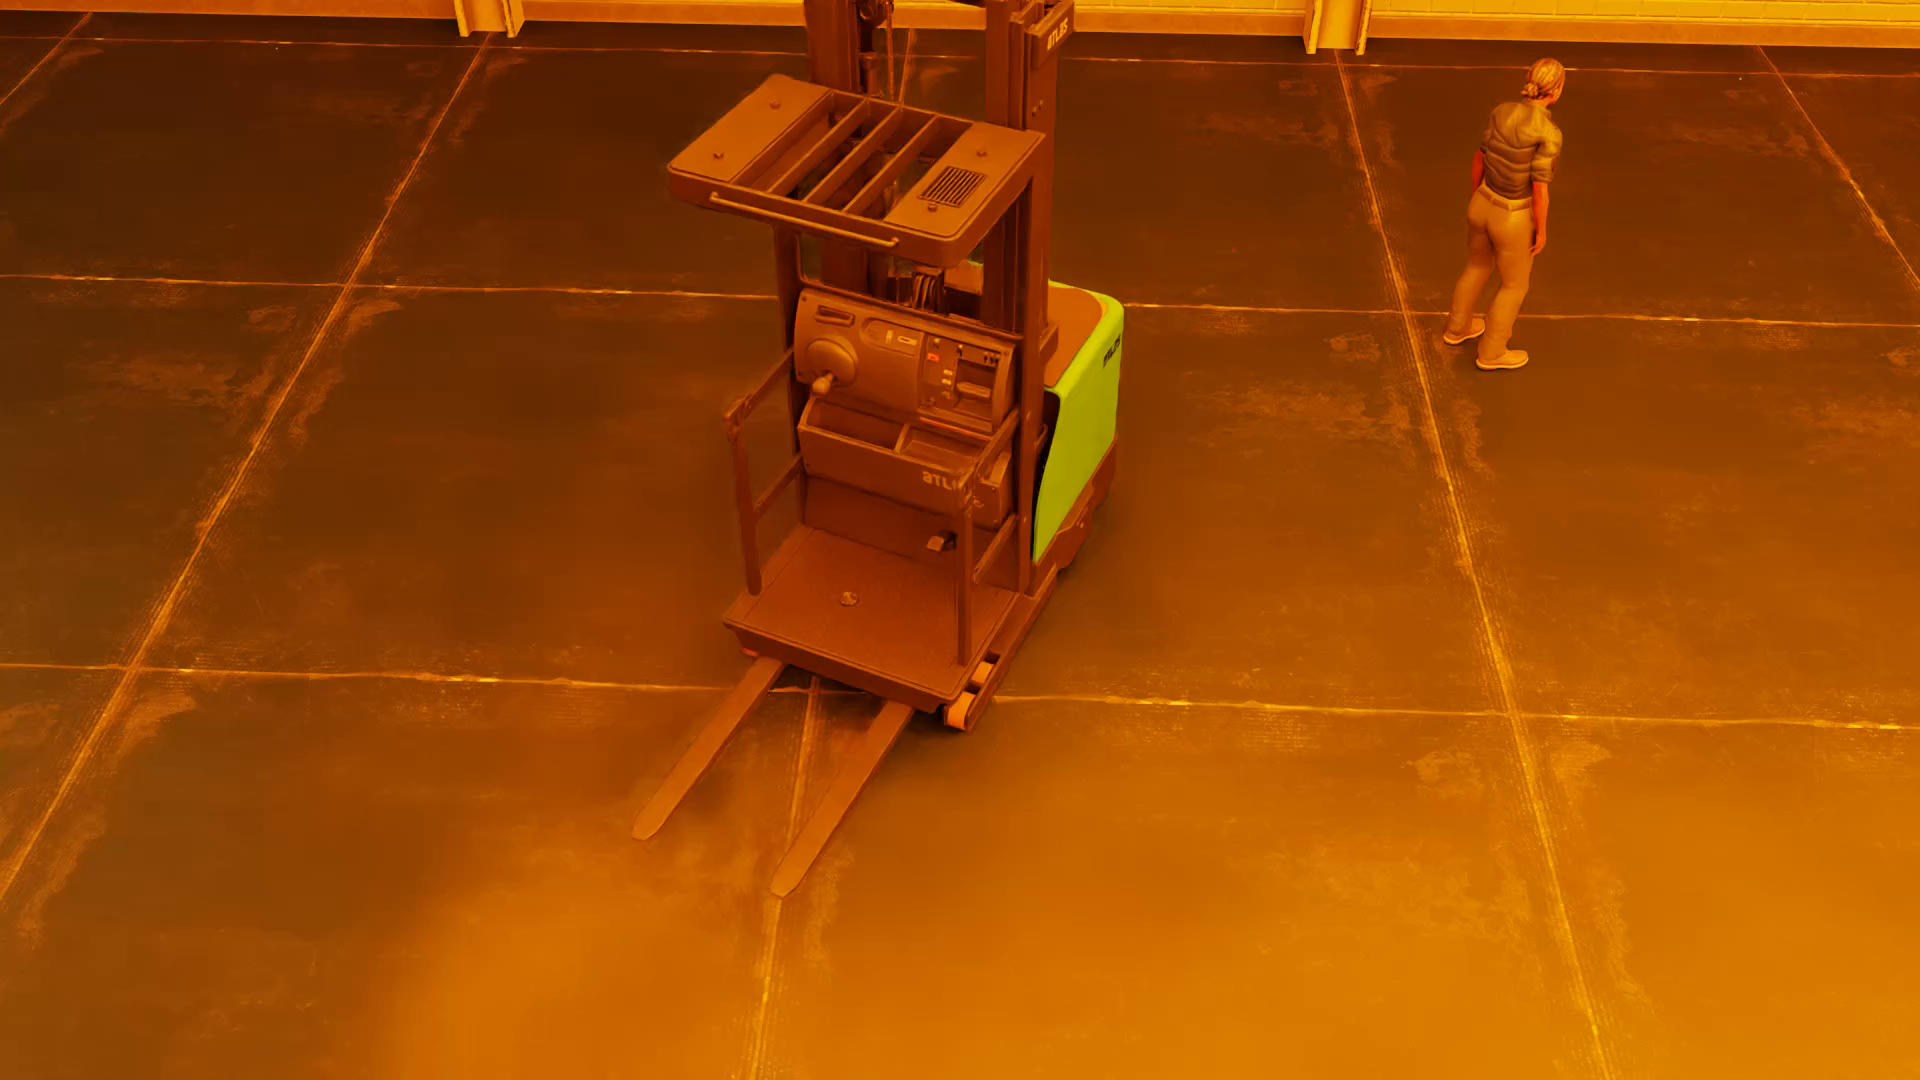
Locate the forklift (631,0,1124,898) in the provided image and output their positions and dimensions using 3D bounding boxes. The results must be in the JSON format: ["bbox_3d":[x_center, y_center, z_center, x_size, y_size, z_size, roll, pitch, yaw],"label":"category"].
[{"bbox_3d":[-0.320,-0.617,6.419,1.130,2.935,3.031,17,45,18],"label":"forklift"}]

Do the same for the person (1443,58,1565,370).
[{"bbox_3d":[2.809,-1.658,8.507,0.351,1.653,0.525,-22,47,-22],"label":"person"}]
